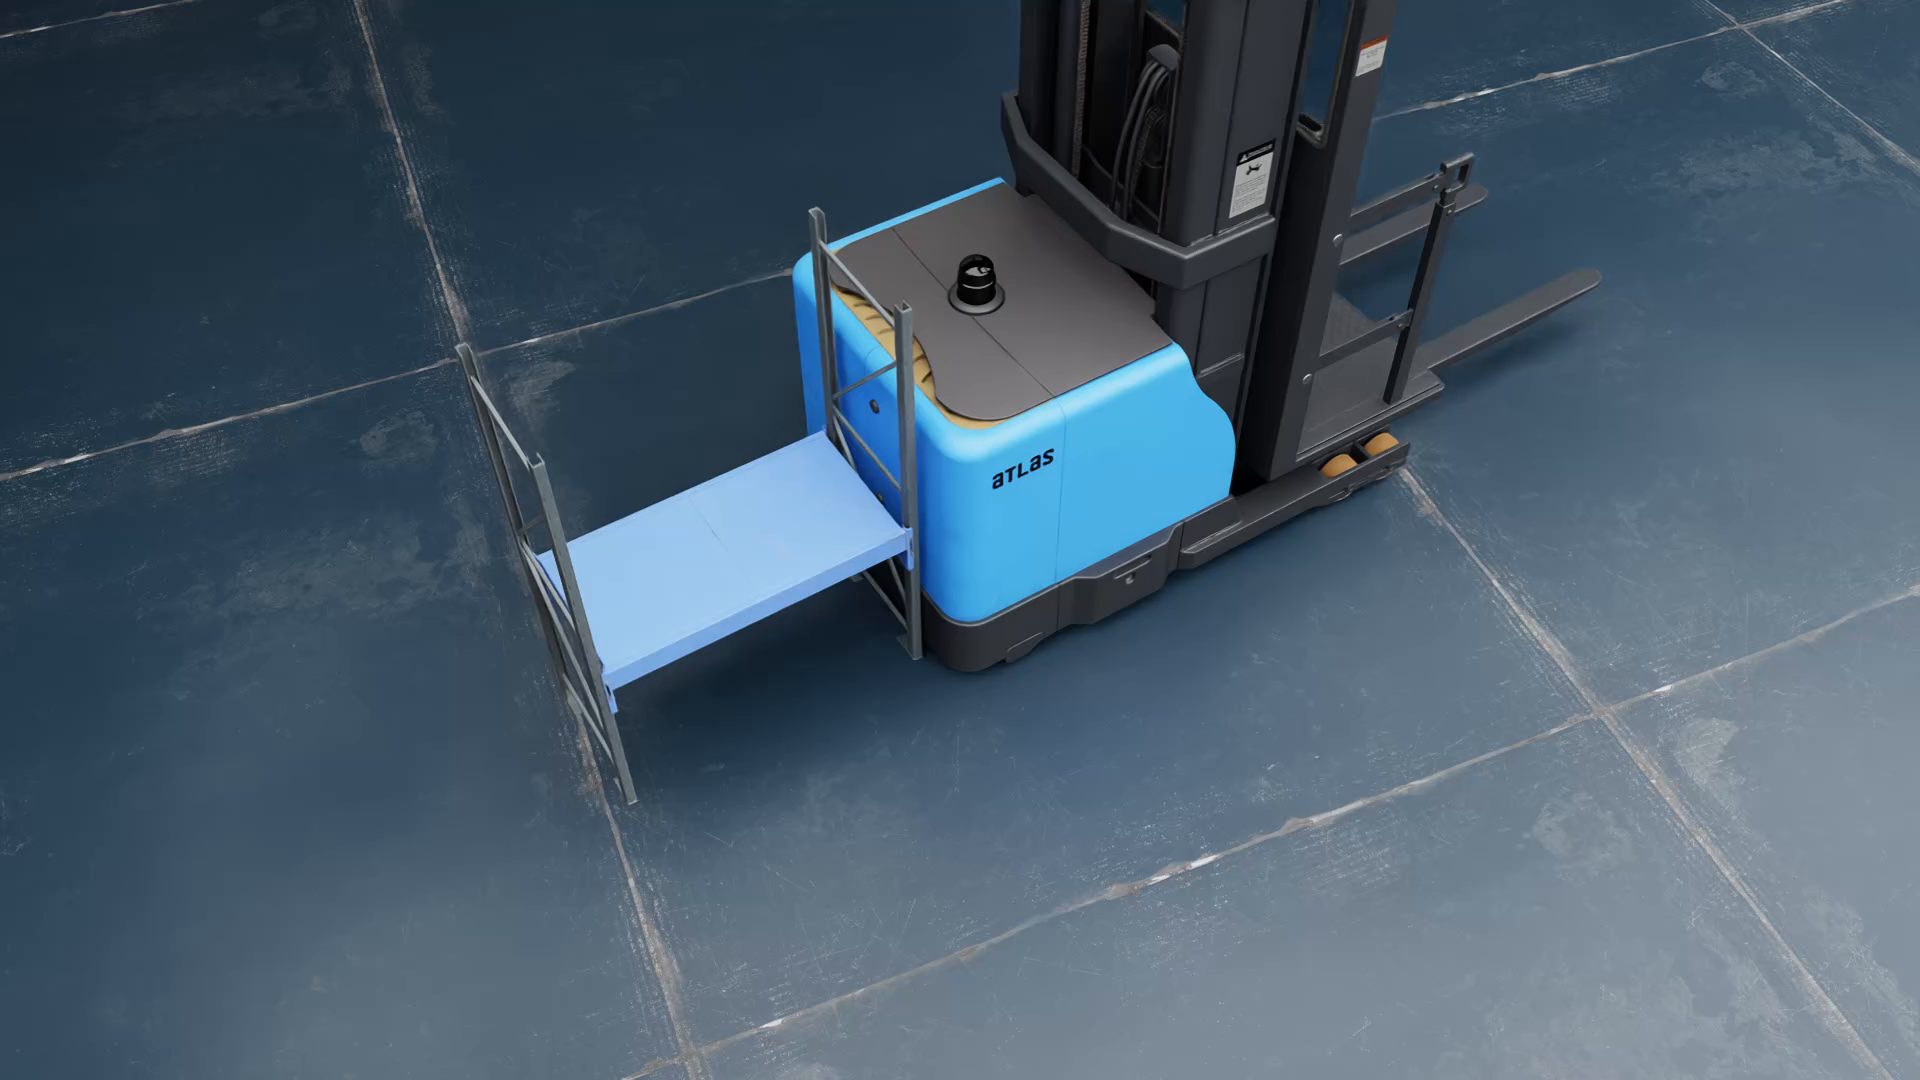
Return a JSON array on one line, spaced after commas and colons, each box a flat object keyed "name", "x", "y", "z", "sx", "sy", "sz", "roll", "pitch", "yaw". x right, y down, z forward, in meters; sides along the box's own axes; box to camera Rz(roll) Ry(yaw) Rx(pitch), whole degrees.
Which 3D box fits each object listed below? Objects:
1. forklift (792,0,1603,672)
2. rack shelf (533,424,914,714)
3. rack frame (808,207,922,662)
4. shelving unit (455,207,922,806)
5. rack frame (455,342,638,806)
[{"name": "forklift", "x": 0.990, "y": -1.408, "z": 5.027, "sx": 3.031, "sy": 2.935, "sz": 1.130, "roll": -26, "pitch": 54, "yaw": -20}, {"name": "rack shelf", "x": -0.699, "y": 0.065, "z": 4.943, "sx": 1.000, "sy": 0.185, "sz": 0.538, "roll": -26, "pitch": 54, "yaw": -20}, {"name": "rack frame", "x": -0.270, "y": -0.259, "z": 4.984, "sx": 0.032, "sy": 1.500, "sz": 0.500, "roll": -26, "pitch": 54, "yaw": -20}, {"name": "shelving unit", "x": -0.699, "y": -0.052, "z": 4.806, "sx": 1.048, "sy": 1.500, "sz": 0.538, "roll": -26, "pitch": 54, "yaw": -20}, {"name": "rack frame", "x": -1.128, "y": 0.155, "z": 4.629, "sx": 0.032, "sy": 1.500, "sz": 0.500, "roll": -26, "pitch": 54, "yaw": -20}]
